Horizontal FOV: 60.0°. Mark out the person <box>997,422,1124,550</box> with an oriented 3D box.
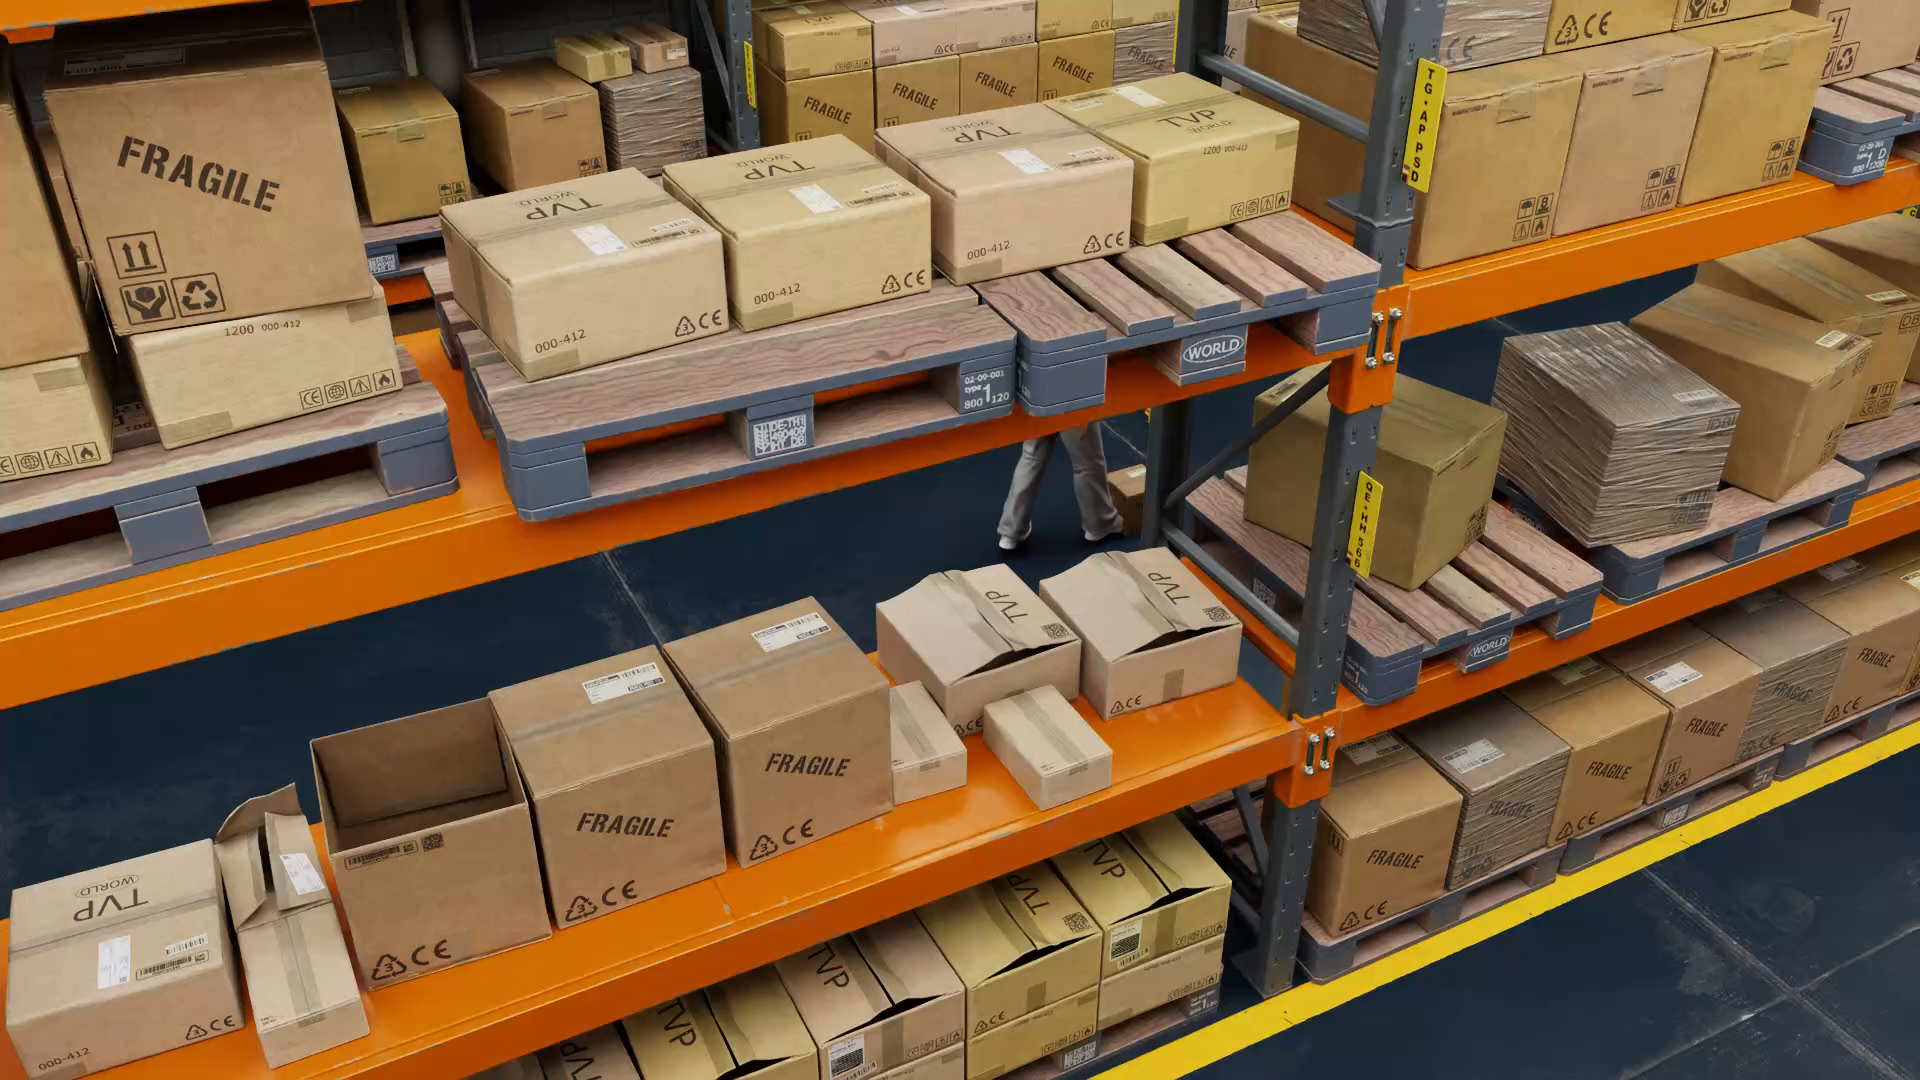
[{"bbox_3d":[0.541,-0.713,8.209,0.762,1.661,0.475,-20,38,-28],"label":"person"}]
